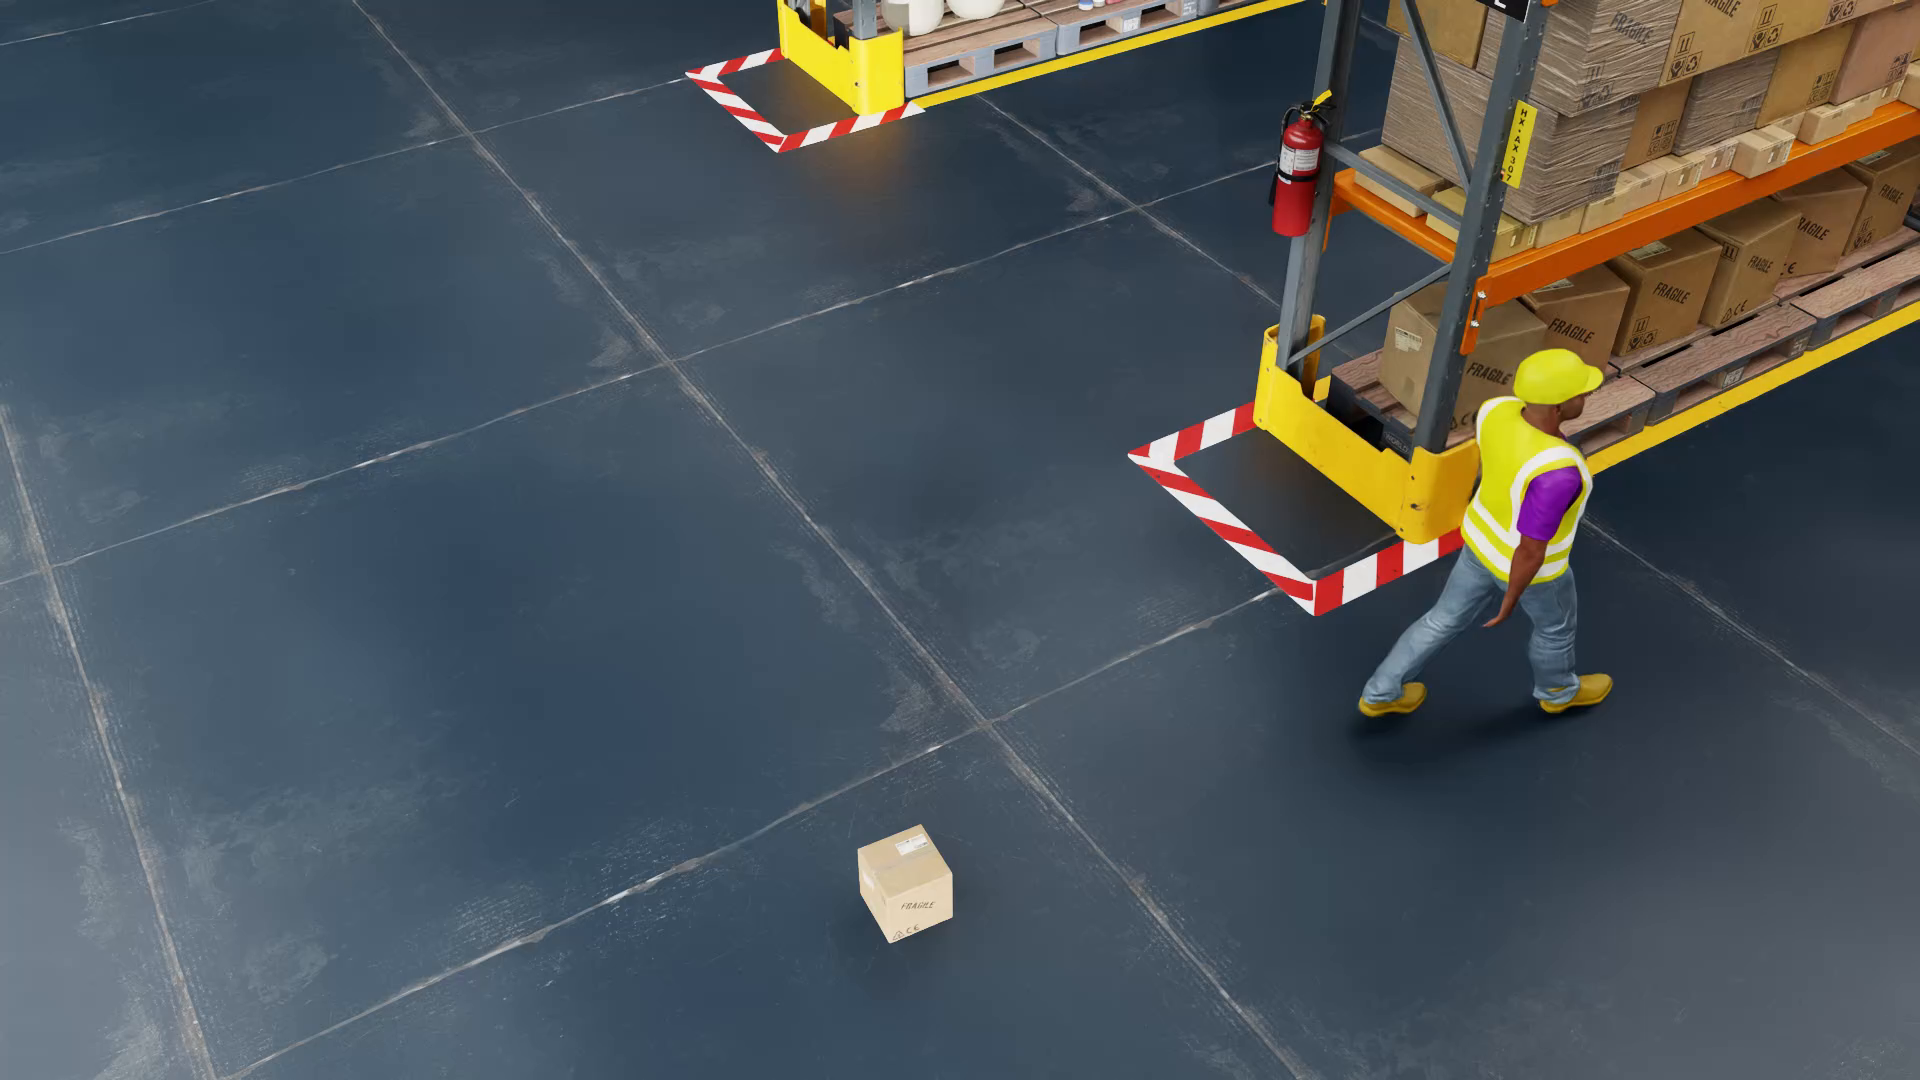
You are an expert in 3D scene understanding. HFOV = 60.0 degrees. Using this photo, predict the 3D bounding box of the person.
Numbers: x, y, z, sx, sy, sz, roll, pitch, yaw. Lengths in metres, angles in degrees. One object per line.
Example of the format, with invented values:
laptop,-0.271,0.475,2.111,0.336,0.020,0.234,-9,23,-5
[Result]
person,2.084,0.001,6.139,1.048,1.721,0.569,-12,42,-14
